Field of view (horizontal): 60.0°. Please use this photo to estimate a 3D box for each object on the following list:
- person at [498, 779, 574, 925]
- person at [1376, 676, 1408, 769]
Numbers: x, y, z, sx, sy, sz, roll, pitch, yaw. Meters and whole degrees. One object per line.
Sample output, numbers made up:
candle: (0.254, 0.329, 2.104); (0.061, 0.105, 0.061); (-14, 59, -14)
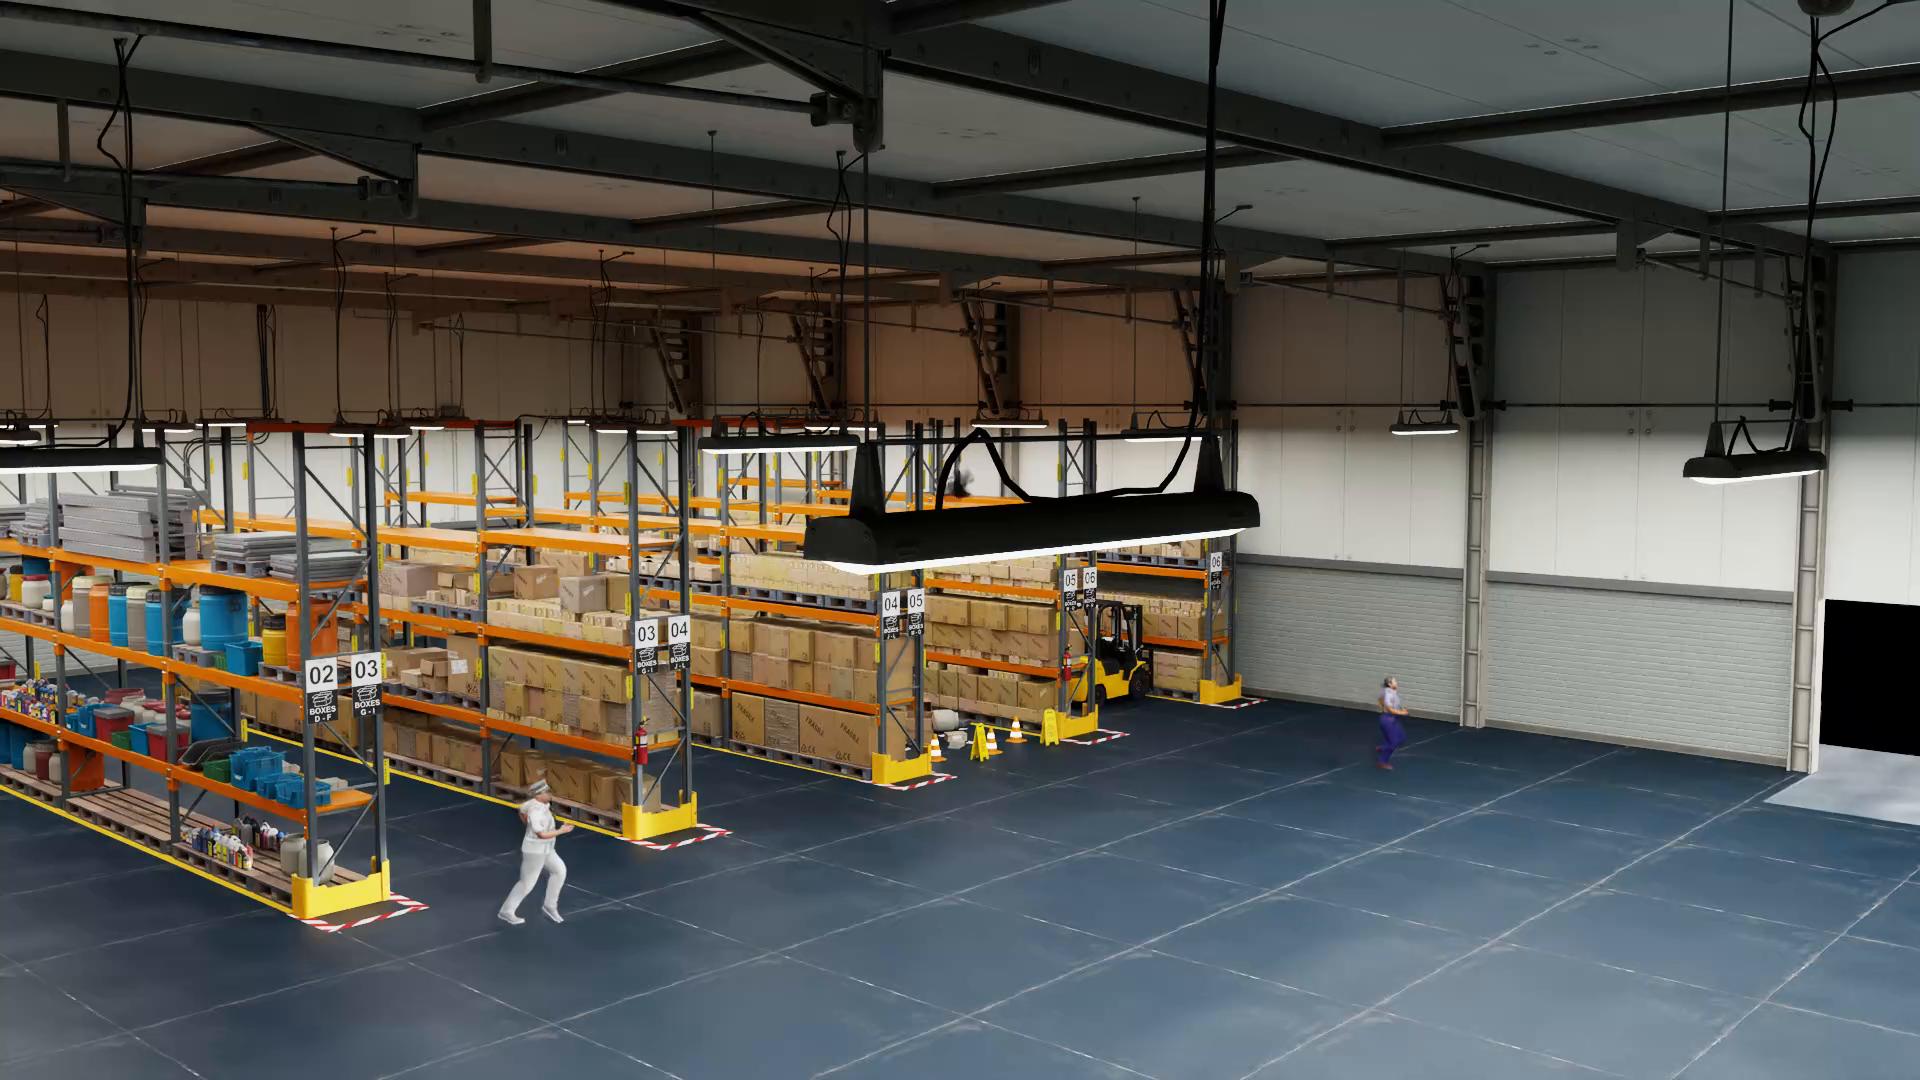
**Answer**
person: (-5.150, 3.803, 20.221); (0.914, 1.834, 0.673); (-1, 5, -8)
person: (7.519, 3.204, 28.908); (0.522, 1.536, 0.657); (1, 5, 13)
